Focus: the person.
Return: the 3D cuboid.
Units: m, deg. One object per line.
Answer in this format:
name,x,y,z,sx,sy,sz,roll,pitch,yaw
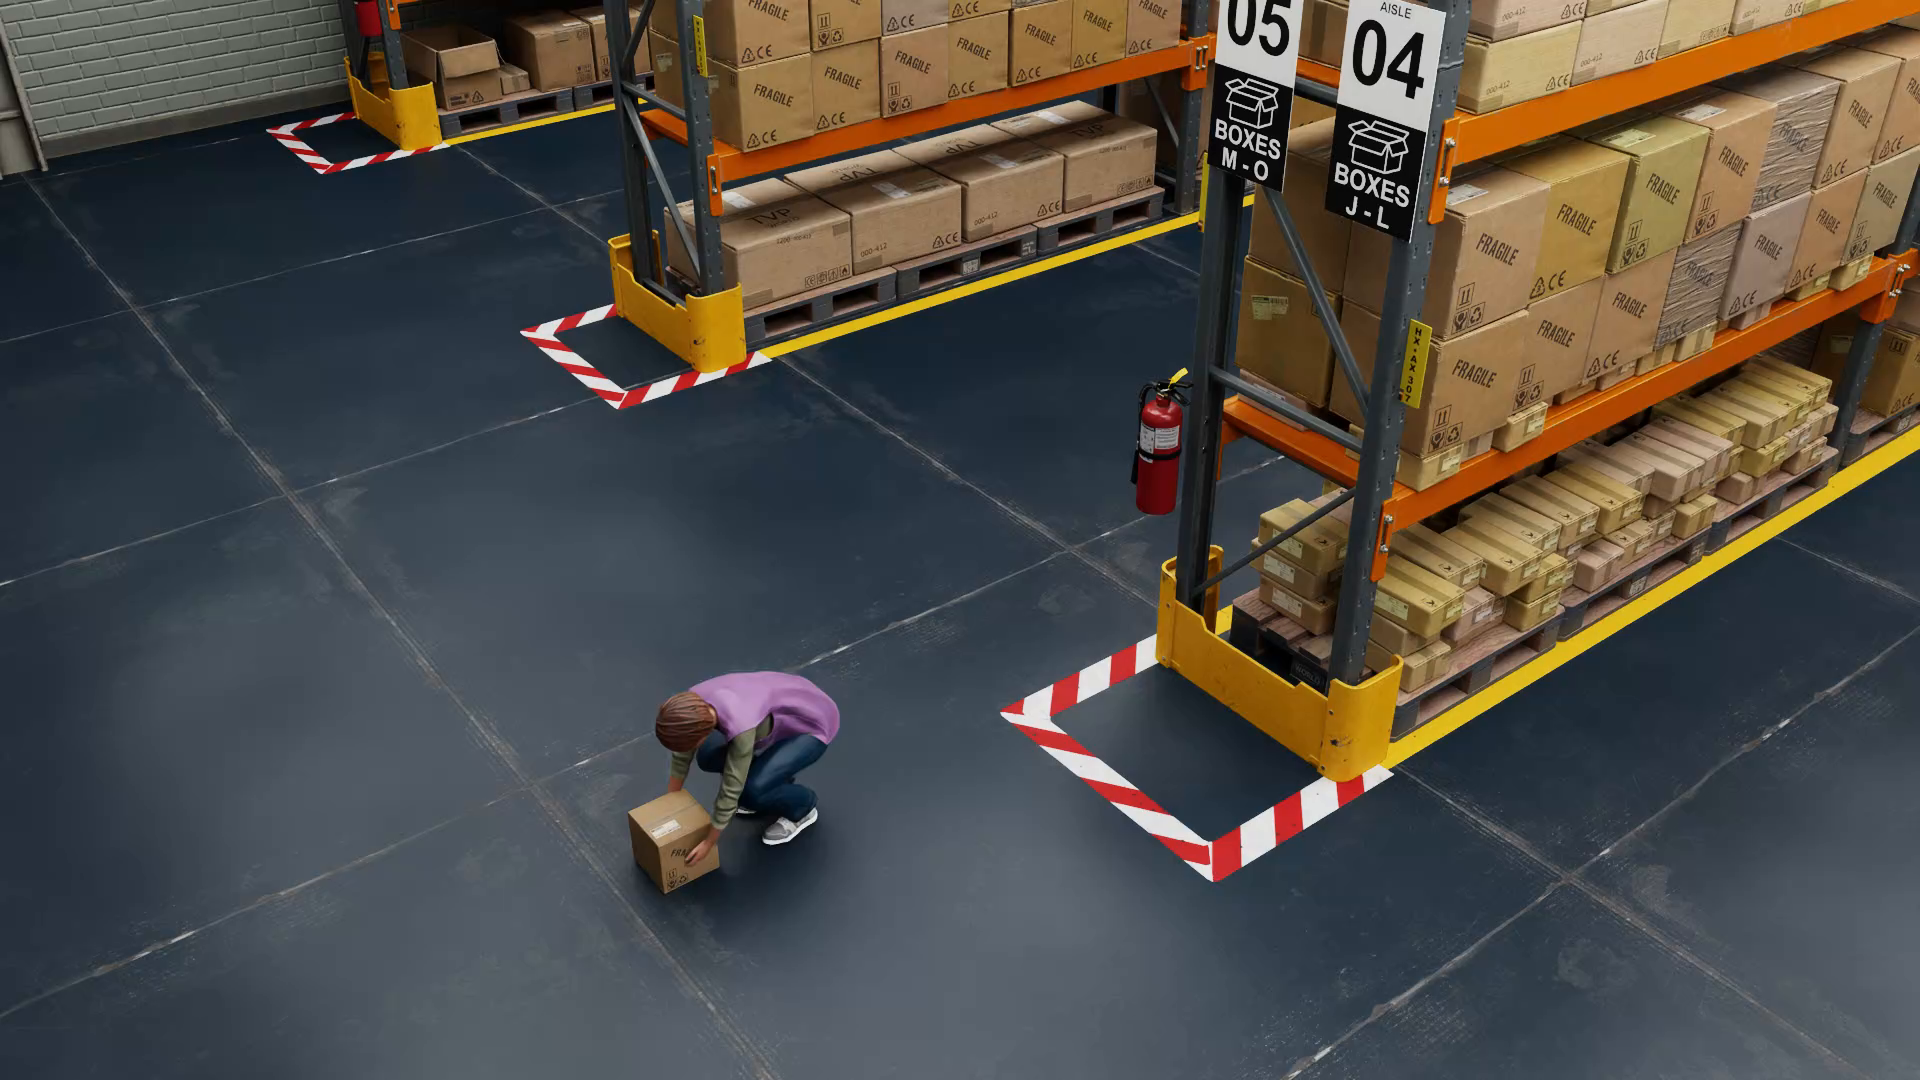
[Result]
person,-0.833,0.828,6.564,0.802,0.834,0.439,-23,39,-31
